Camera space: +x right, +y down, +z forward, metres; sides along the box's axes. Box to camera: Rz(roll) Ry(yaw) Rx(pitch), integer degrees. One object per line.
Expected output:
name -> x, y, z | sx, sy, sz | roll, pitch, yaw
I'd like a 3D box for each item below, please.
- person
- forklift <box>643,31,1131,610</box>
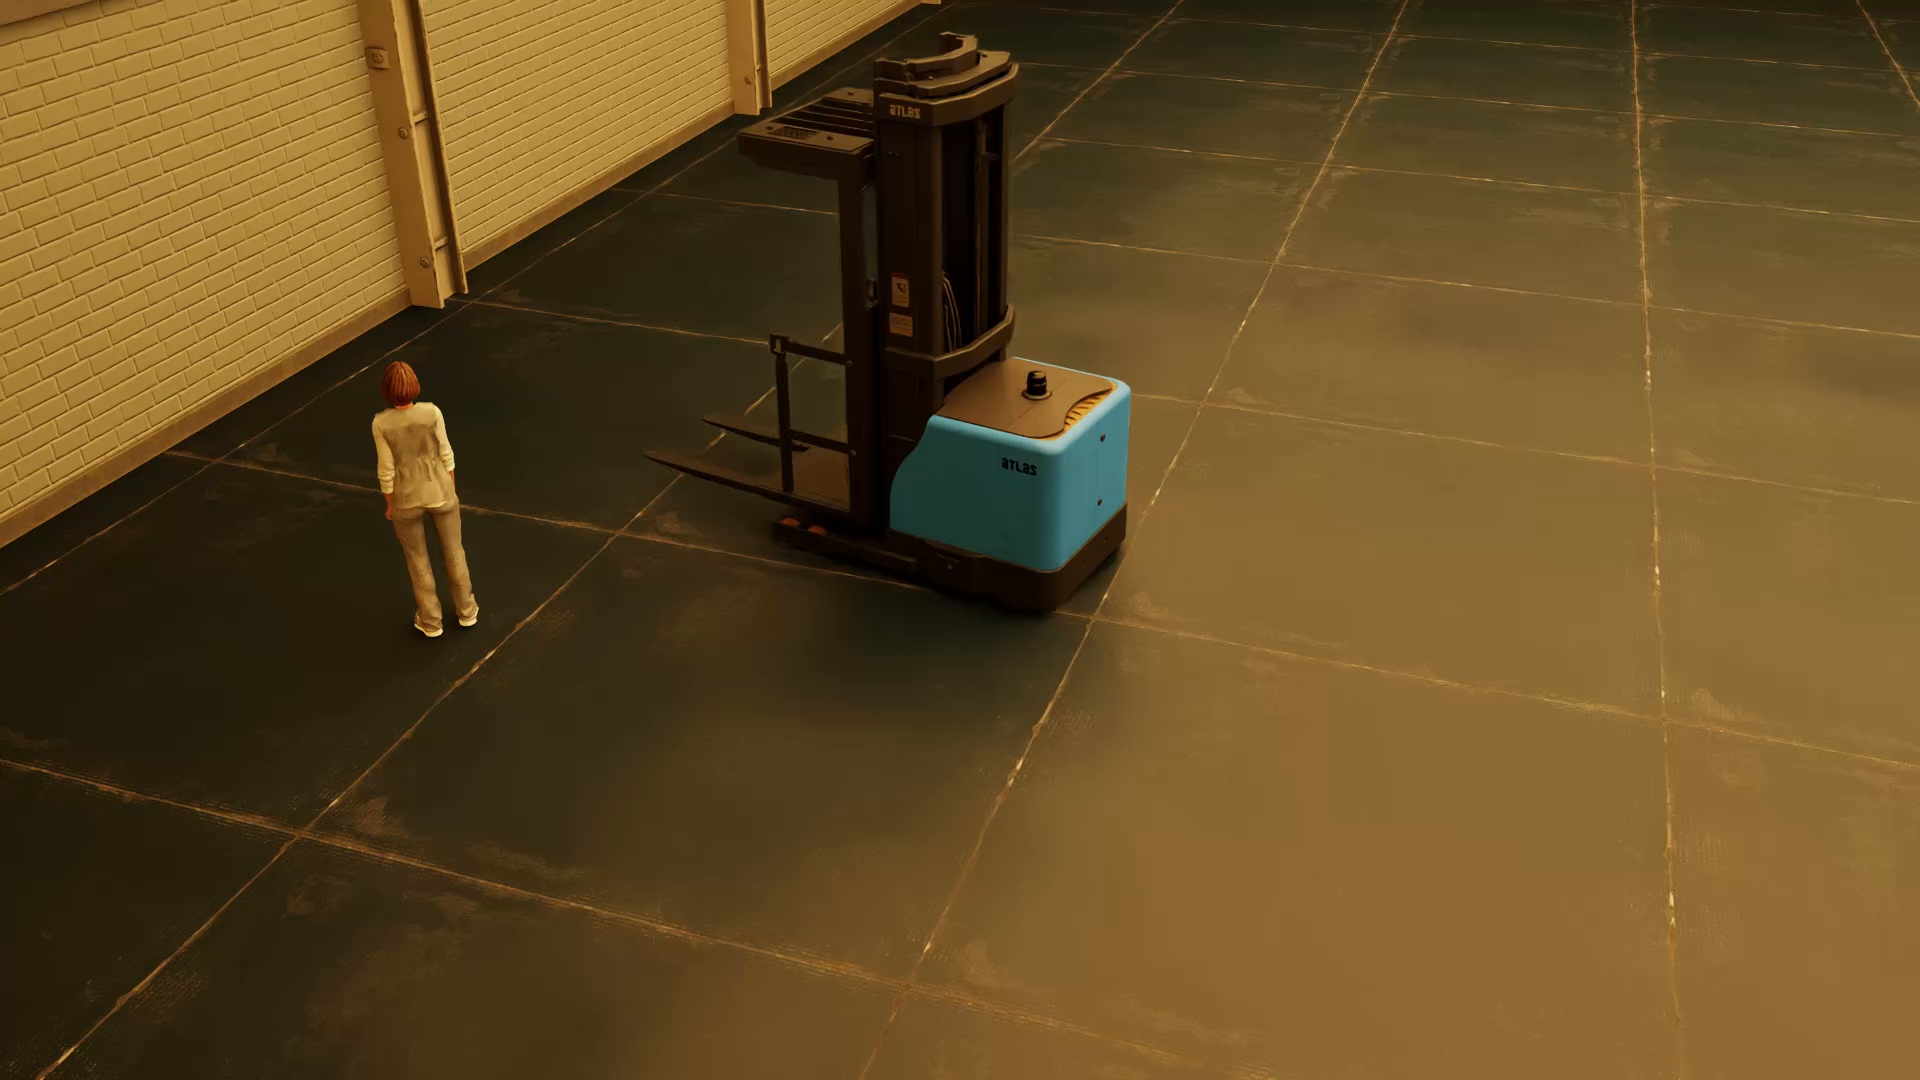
person -> -2.867, -0.218, 8.864 | 0.411, 1.602, 0.331 | -15, 33, -24
forklift -> -0.545, -1.401, 9.595 | 3.031, 2.935, 1.130 | 16, 33, 25
